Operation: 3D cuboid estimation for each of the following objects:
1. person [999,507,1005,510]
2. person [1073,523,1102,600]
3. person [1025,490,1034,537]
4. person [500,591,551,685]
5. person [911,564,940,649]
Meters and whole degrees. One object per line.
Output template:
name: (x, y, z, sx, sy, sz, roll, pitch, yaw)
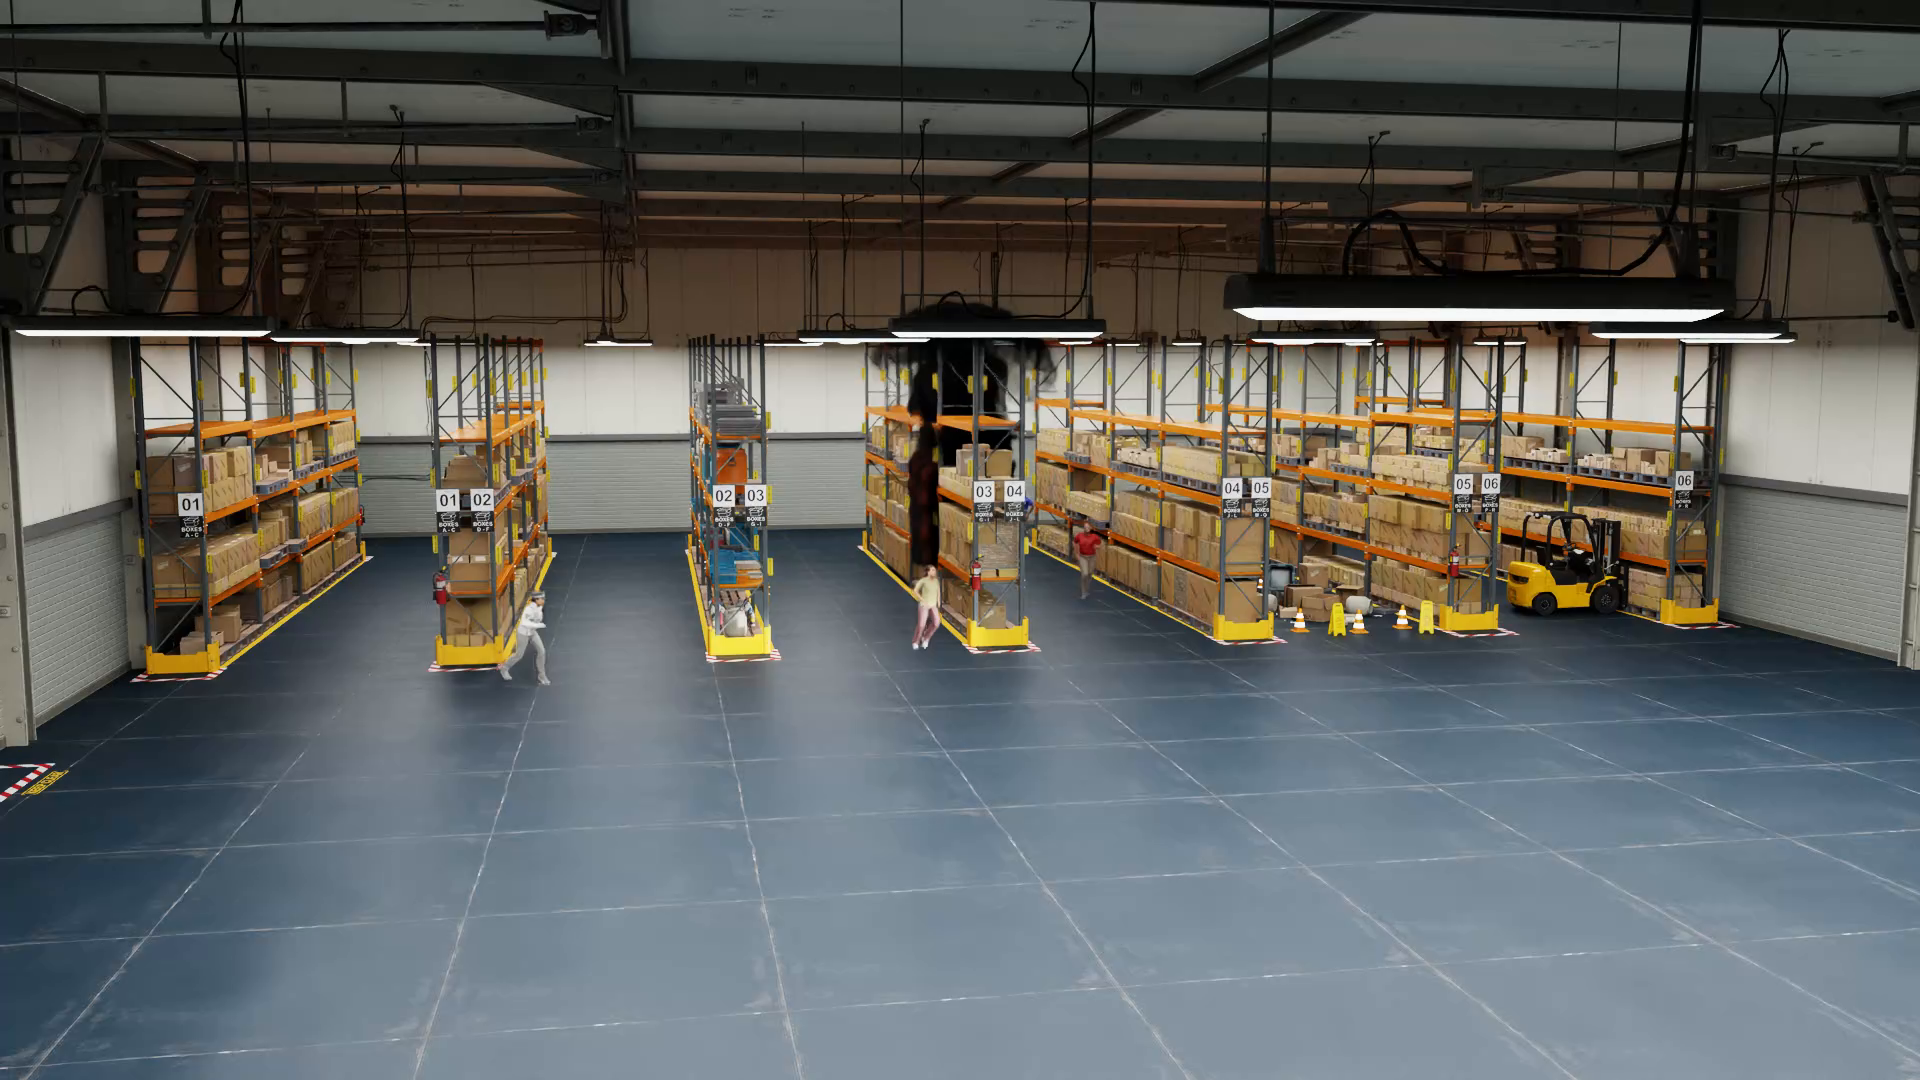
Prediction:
person: (1.401, -0.720, 48.899, 0.727, 1.739, 0.843, 4, 8, 29)
person: (2.951, 0.504, 38.324, 0.625, 1.810, 0.782, -1, 7, -8)
person: (1.866, -0.741, 49.794, 0.551, 1.568, 0.727, -3, 7, -24)
person: (-7.479, 1.670, 28.578, 0.968, 1.645, 0.656, 2, 7, 15)
person: (-0.583, 1.270, 31.817, 0.638, 1.616, 0.605, -4, 7, -29)
